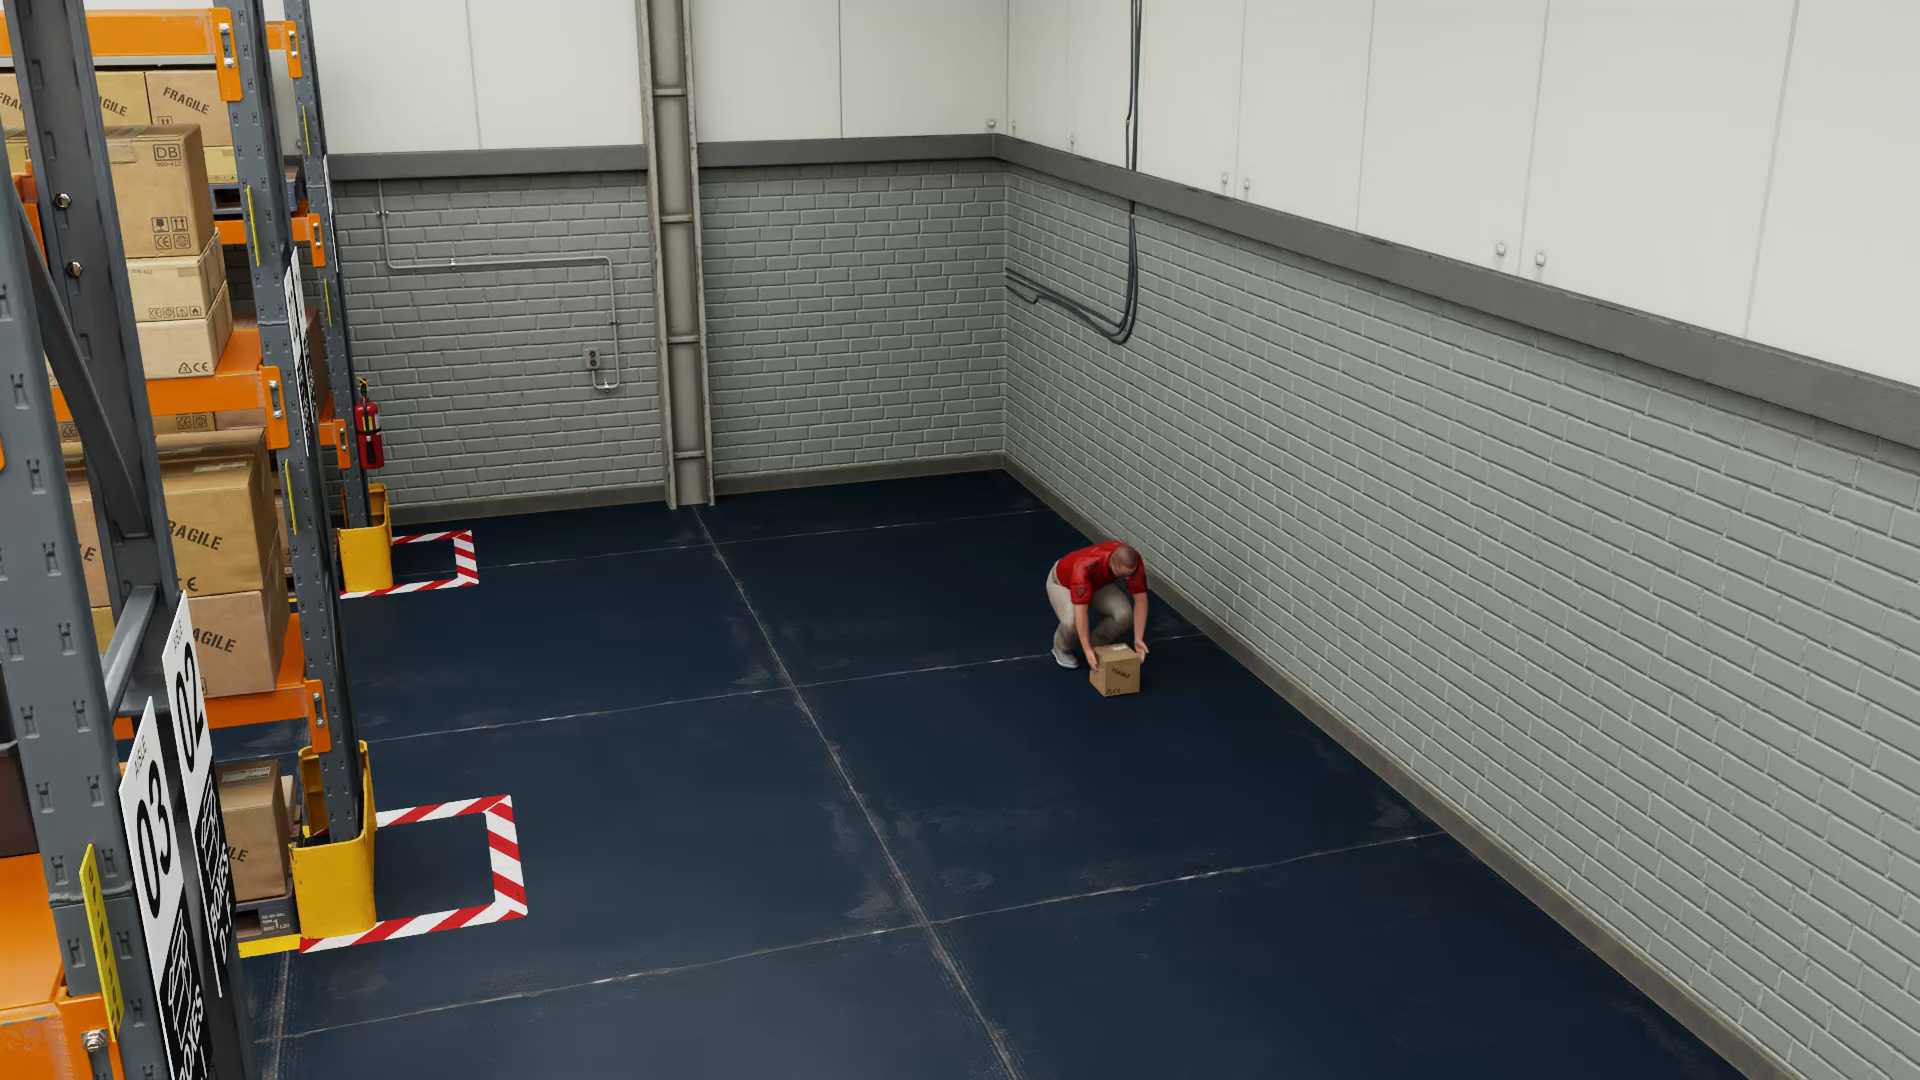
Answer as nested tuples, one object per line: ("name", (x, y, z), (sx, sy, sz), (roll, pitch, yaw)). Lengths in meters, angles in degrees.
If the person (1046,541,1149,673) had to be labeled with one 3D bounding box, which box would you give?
("person", (0.934, 0.407, 11.088), (0.569, 0.968, 0.810), (-6, 20, -17))
